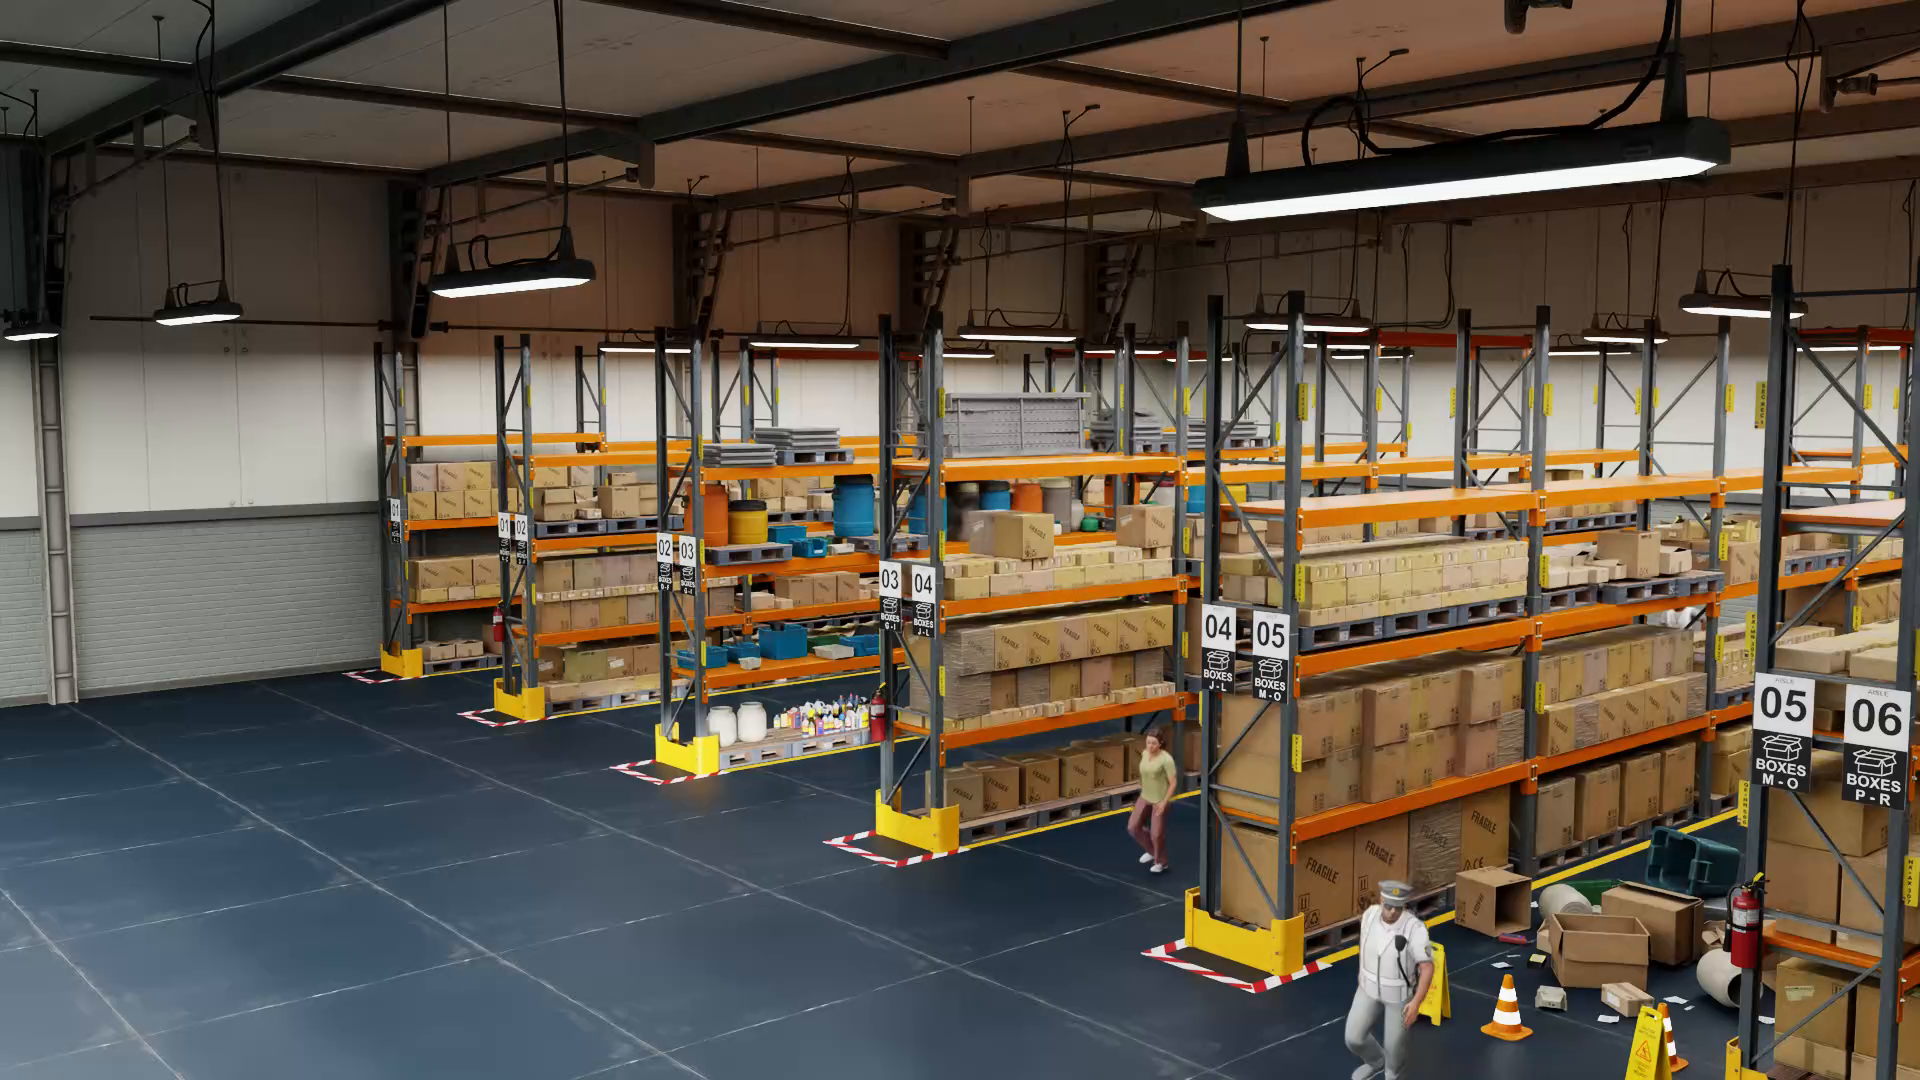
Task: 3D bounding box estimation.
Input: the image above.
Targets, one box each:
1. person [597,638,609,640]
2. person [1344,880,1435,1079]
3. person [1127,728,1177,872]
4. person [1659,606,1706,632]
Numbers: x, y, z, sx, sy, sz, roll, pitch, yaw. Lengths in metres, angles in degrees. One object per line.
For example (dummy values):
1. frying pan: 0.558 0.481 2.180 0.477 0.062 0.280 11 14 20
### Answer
1. person: -6.506 1.668 29.949 0.695 1.549 0.844 2 6 20
2. person: 3.082 3.242 11.910 0.668 1.709 0.652 4 6 34
3. person: 2.078 2.752 17.590 0.578 1.606 0.594 5 7 42
4. person: 12.047 1.746 27.846 0.825 1.813 0.664 -5 7 -44
